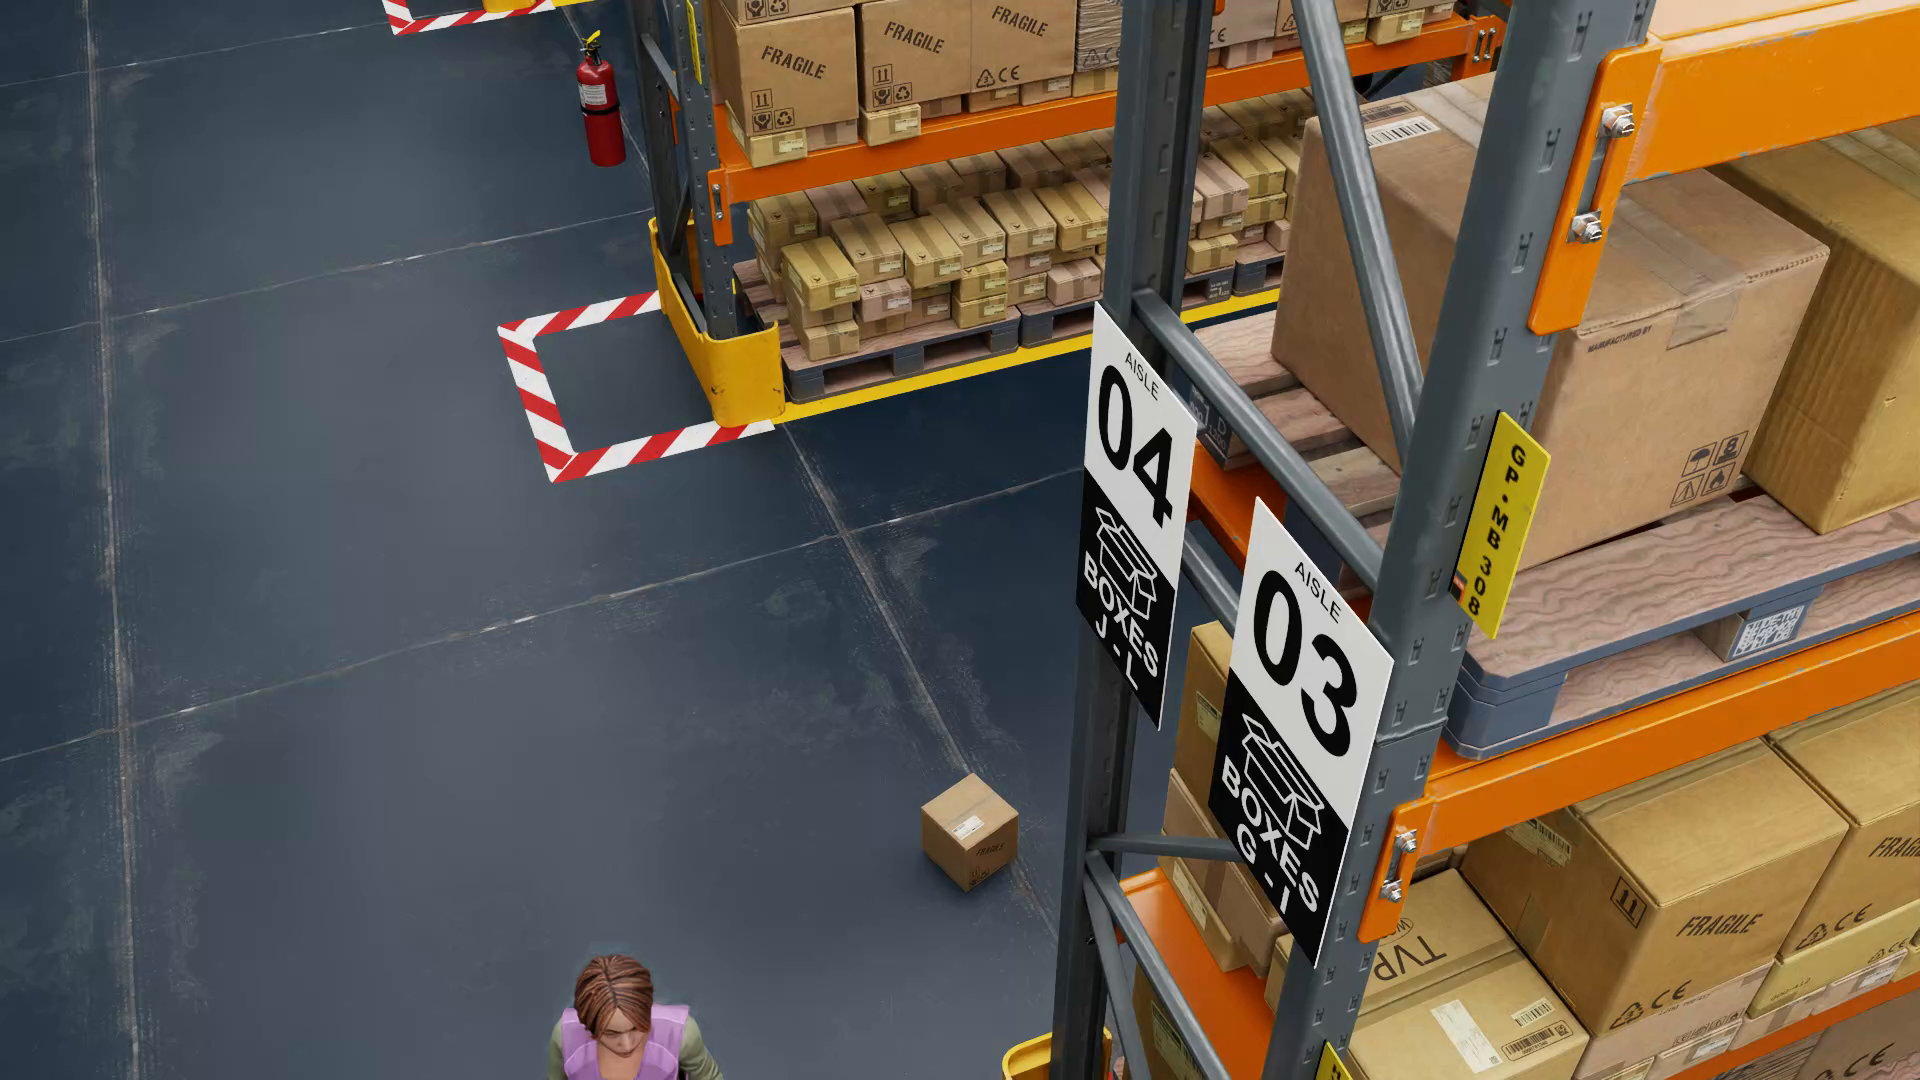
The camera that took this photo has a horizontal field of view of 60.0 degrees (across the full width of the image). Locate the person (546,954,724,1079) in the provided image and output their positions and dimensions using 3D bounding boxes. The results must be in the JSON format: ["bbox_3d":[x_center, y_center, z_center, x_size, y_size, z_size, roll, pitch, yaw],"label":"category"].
[{"bbox_3d":[-0.852,1.639,4.385,0.458,1.651,0.572,4,42,4],"label":"person"}]
